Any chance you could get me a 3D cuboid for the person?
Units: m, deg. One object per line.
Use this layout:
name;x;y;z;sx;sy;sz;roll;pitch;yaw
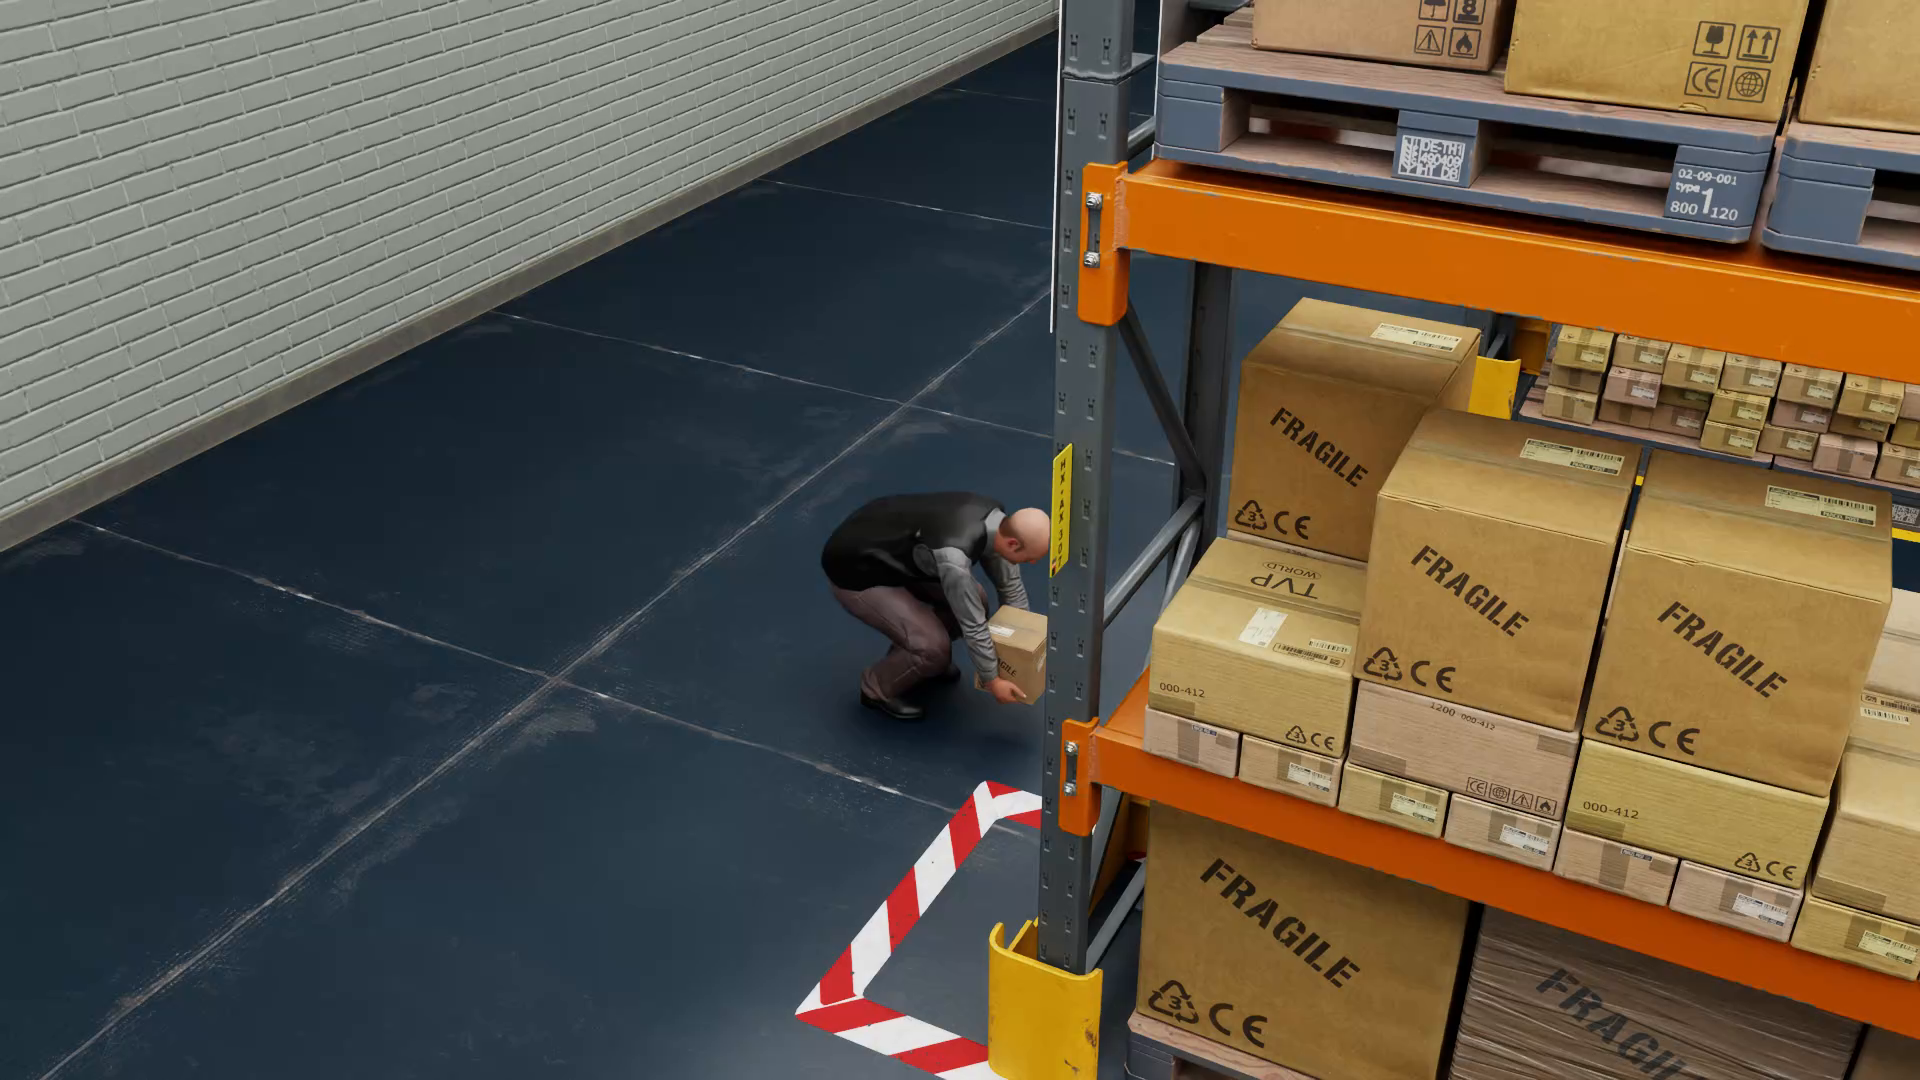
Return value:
person;-0.077;0.238;6.521;0.917;0.950;0.518;13;32;22
